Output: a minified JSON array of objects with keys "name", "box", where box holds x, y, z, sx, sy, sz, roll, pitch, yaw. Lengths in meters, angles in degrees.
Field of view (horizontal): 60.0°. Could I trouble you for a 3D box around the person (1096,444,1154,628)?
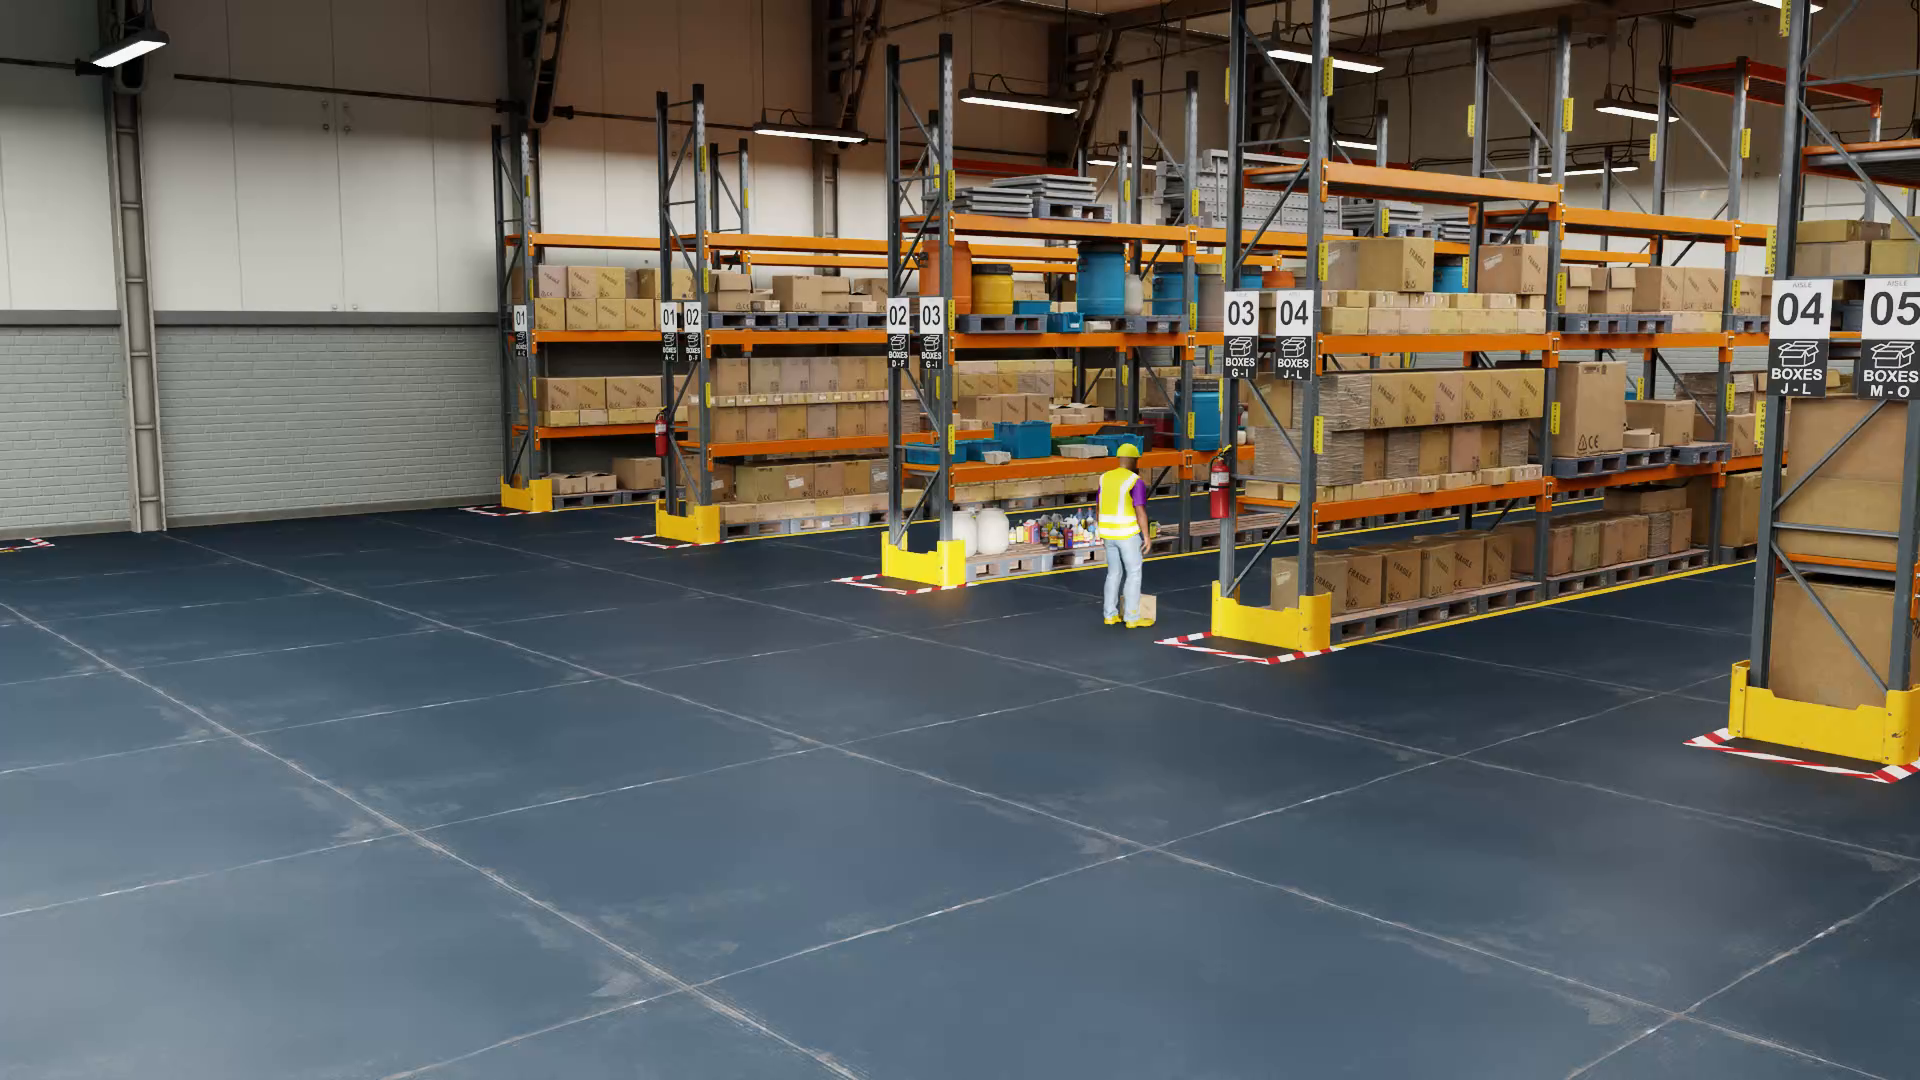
[{"name":"person","box":[1.594,-0.053,16.119,0.463,1.760,0.631,-7,10,-41]}]
